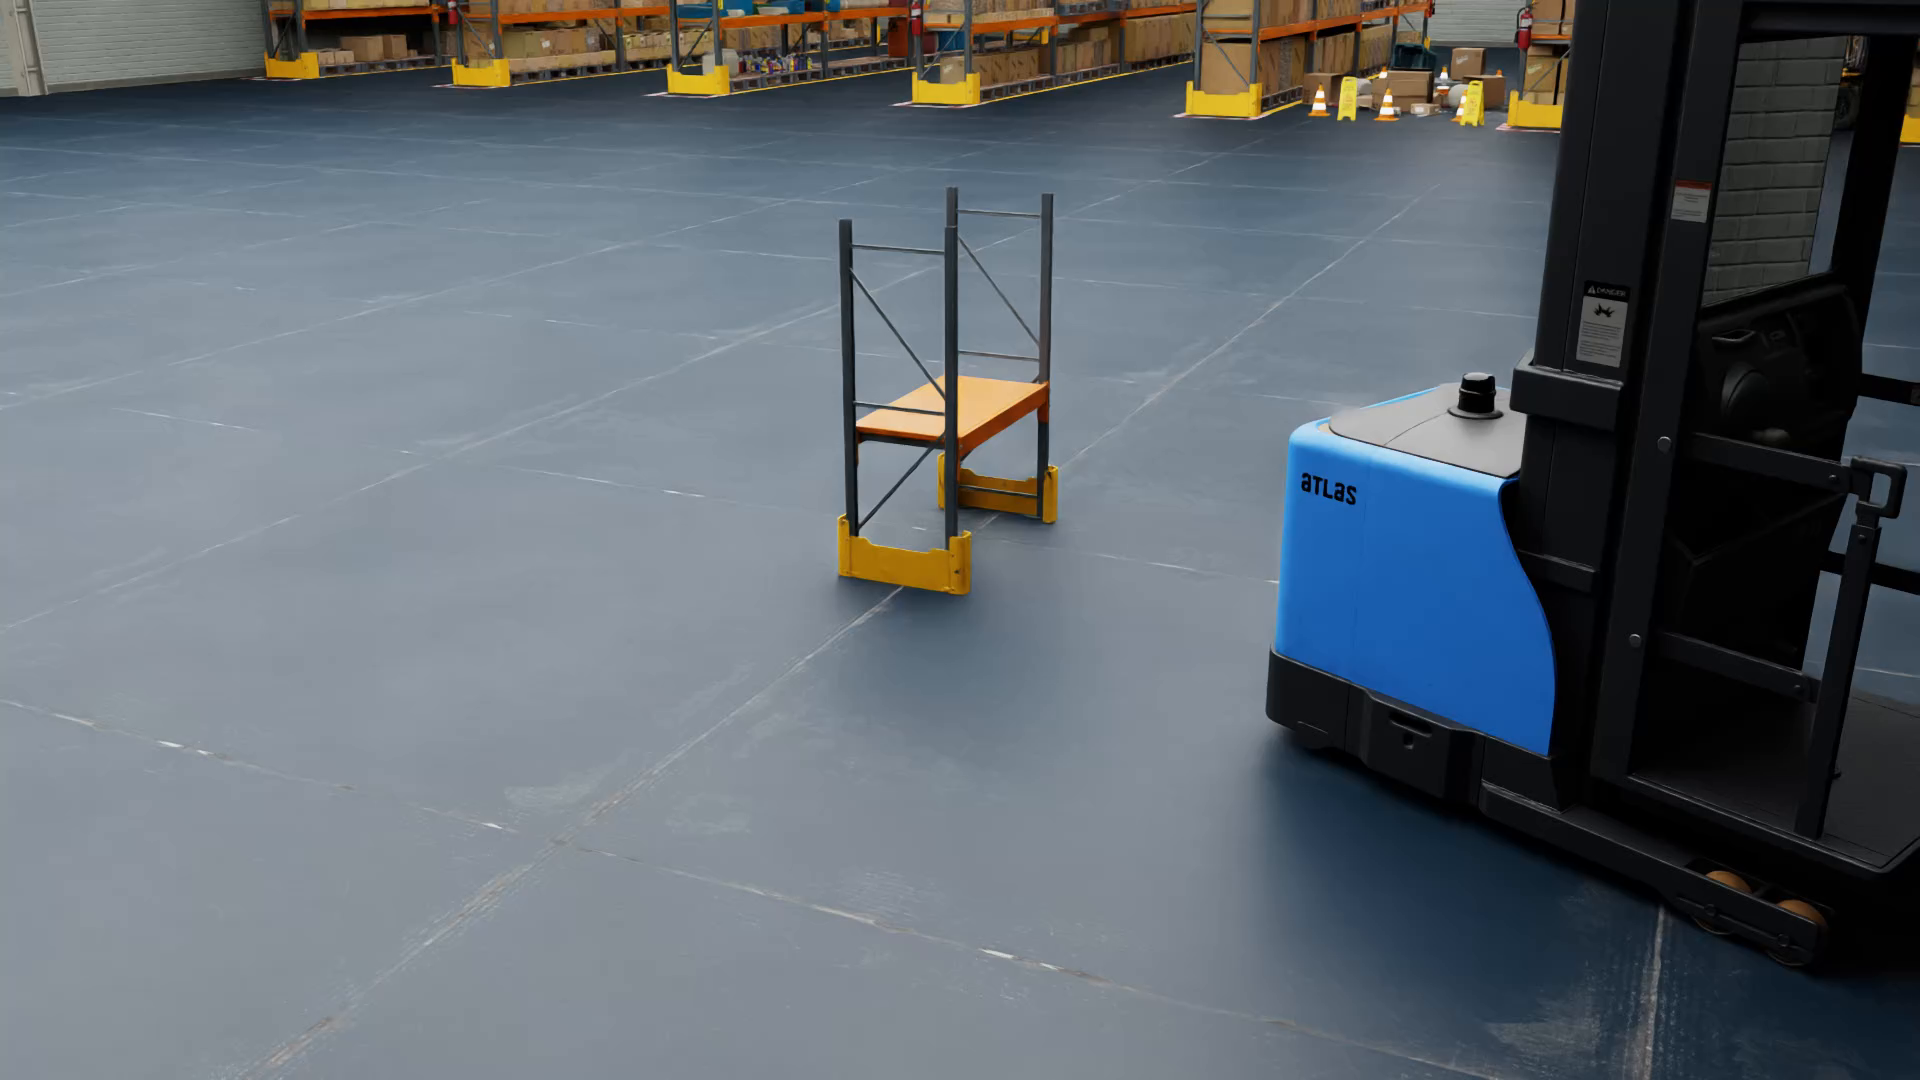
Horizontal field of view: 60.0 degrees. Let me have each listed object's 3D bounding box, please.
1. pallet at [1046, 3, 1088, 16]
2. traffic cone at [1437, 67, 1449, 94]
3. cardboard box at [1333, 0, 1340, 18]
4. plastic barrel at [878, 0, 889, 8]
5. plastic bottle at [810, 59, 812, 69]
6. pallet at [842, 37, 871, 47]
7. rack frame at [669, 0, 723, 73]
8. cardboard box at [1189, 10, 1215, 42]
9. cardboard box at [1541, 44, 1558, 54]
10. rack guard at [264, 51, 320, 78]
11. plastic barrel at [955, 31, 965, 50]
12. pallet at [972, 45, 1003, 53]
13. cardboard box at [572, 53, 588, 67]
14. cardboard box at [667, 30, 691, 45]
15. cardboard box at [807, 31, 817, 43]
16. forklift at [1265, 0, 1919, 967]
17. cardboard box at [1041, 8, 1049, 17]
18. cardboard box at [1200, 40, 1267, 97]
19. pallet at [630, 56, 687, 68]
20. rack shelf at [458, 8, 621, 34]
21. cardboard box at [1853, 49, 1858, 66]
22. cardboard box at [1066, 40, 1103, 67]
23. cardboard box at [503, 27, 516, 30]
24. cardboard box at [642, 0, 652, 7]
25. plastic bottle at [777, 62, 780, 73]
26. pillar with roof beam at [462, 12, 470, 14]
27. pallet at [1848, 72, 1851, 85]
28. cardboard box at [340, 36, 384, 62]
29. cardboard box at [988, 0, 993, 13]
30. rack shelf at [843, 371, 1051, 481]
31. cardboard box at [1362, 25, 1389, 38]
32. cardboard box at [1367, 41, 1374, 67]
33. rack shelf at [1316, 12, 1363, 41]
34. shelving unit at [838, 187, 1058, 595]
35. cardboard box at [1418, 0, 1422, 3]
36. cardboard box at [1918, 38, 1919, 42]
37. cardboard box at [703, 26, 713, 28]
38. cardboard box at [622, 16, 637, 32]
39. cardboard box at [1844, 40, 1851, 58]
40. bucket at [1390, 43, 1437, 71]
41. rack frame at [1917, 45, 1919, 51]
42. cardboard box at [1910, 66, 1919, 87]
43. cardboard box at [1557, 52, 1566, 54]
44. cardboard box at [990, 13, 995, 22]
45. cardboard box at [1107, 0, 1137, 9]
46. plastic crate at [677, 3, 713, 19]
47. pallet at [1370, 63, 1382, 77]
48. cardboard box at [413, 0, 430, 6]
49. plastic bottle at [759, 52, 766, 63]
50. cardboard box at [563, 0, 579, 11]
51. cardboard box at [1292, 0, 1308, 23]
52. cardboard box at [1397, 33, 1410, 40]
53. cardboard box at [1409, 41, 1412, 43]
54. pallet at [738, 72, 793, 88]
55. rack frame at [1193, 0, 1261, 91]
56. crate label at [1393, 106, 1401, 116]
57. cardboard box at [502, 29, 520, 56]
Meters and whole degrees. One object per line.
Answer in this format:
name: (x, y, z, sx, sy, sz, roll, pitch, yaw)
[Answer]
pallet: (1.810, -10.281, 32.187, 1.003, 0.211, 1.213, 9, 21, 23)
traffic cone: (8.842, -8.399, 30.396, 0.336, 0.463, 0.334, 9, 21, 23)
cardboard box: (6.722, -9.924, 30.748, 0.500, 0.500, 0.500, 8, 21, 22)
plastic barrel: (-1.743, -11.769, 35.917, 0.421, 0.512, 0.421, 0, 20, 0)
plastic bottle: (-3.019, -9.572, 33.428, 0.097, 0.201, 0.097, 0, 20, 0)
pallet: (-3.115, -13.605, 45.410, 1.003, 0.211, 1.213, 9, 21, 23)
rack frame: (-4.792, -9.614, 30.026, 1.000, 3.000, 0.127, 9, 21, 23)
cardboard box: (5.717, -12.538, 40.791, 0.875, 0.875, 0.875, 9, 21, 23)
cardboard box: (9.052, -7.615, 25.793, 0.380, 0.149, 0.250, 9, 21, 24)
rack guard: (-13.799, -9.819, 34.333, 1.175, 0.500, 0.348, 9, 21, 23)
plastic barrel: (-0.117, -12.328, 40.161, 0.600, 0.901, 0.708, 9, 21, 23)
pallet: (0.387, -12.199, 41.455, 1.003, 0.211, 1.213, 9, 21, 23)
cardboard box: (-8.067, -9.942, 34.425, 0.500, 0.250, 0.500, 9, 21, 23)
cardboard box: (-6.440, -11.400, 37.686, 0.500, 0.311, 0.500, 8, 21, 22)
cardboard box: (-4.027, -13.002, 42.910, 0.500, 0.311, 0.500, 9, 21, 23)
forklift: (2.374, -0.461, 4.390, 1.130, 2.935, 3.031, -16, 25, -38)
cardboard box: (1.433, -9.858, 31.086, 0.380, 0.149, 0.250, 9, 21, 23)
cardboard box: (4.427, -7.636, 27.009, 0.875, 0.875, 0.875, 9, 21, 23)
pallet: (-6.907, -10.809, 37.547, 1.003, 0.211, 1.213, 9, 21, 23)
rack shelf: (-8.491, -10.567, 33.780, 1.077, 0.370, 4.000, 9, 21, 23)
cardboard box: (17.172, -8.993, 31.382, 0.500, 0.500, 0.500, 8, 21, 21)
cardboard box: (2.531, -10.031, 34.272, 0.700, 0.500, 0.500, 7, 21, 18)
cardboard box: (-11.119, -12.080, 40.033, 0.700, 0.500, 0.500, 9, 21, 23)
cardboard box: (-7.127, -11.959, 36.469, 0.500, 0.500, 0.500, 10, 22, 27)
plastic bottle: (-3.544, -9.180, 32.325, 0.097, 0.201, 0.097, 0, 20, 0)
pillar with roof beam: (-7.949, -15.376, 37.275, 9.100, 9.000, 0.400, 9, 21, 23)
pallet: (17.913, -8.996, 32.448, 1.003, 0.211, 1.213, 9, 21, 23)
cardboard box: (-12.886, -10.594, 35.855, 0.700, 0.500, 0.500, 7, 21, 19)
cardboard box: (0.072, -9.456, 28.987, 0.875, 0.500, 0.500, 9, 21, 23)
rack shelf: (-0.035, -0.511, 7.204, 0.538, 0.185, 1.000, 9, 21, 23)
cardboard box: (8.827, -10.847, 35.478, 0.500, 0.250, 0.500, 10, 22, 25)
cardboard box: (8.211, -10.024, 34.283, 0.500, 0.500, 0.500, 9, 21, 23)
rack shelf: (6.667, -9.718, 31.393, 1.077, 0.370, 4.000, 9, 21, 23)
shelving unit: (-0.031, -0.683, 7.152, 0.587, 1.500, 1.083, 9, 21, 23)
cardboard box: (10.578, -12.627, 38.872, 0.380, 0.149, 0.250, 9, 22, 24)
cardboard box: (13.259, -7.129, 22.887, 0.500, 0.500, 0.500, 8, 21, 21)
cardboard box: (-5.846, -12.459, 39.981, 0.500, 0.250, 0.500, 9, 22, 25)
cardboard box: (-9.064, -13.610, 43.844, 0.750, 0.750, 0.750, 9, 21, 23)
cardboard box: (18.702, -10.059, 34.380, 0.700, 0.500, 0.500, 8, 21, 21)
bucket: (7.896, -8.262, 28.840, 0.726, 0.611, 0.620, 18, 16, 41)
rack frame: (13.297, -6.895, 22.380, 1.000, 3.000, 0.127, 9, 21, 23)
cardboard box: (13.201, -6.452, 23.119, 0.500, 0.250, 0.500, 9, 22, 25)
cardboard box: (9.281, -7.425, 26.227, 0.500, 0.500, 0.500, 8, 21, 21)
cardboard box: (0.380, -9.098, 28.950, 0.380, 0.149, 0.250, 9, 21, 23)
cardboard box: (3.450, -11.539, 35.288, 0.500, 0.500, 0.500, 9, 22, 24)
plastic crate: (-4.860, -9.738, 30.597, 0.499, 0.251, 0.616, 9, 21, 23)
pallet: (8.308, -9.965, 35.175, 1.003, 0.211, 1.213, 9, 21, 23)
cardboard box: (-12.110, -11.949, 36.785, 0.500, 0.250, 0.500, 9, 21, 23)
plastic bottle: (-3.941, -9.549, 33.139, 0.144, 0.351, 0.185, 8, 21, 20)
cardboard box: (-8.267, -11.113, 34.093, 0.700, 0.500, 0.500, 9, 21, 24)
cardboard box: (5.503, -9.231, 28.725, 0.875, 0.550, 0.550, 9, 21, 23)
cardboard box: (10.199, -11.662, 38.523, 0.380, 0.149, 0.250, 8, 21, 21)
cardboard box: (10.185, -11.426, 38.304, 0.380, 0.149, 0.250, 9, 21, 23)
pallet: (-3.966, -8.949, 32.318, 1.003, 0.211, 1.213, 9, 21, 23)
rack frame: (4.210, -8.223, 26.115, 1.000, 3.000, 0.127, 9, 21, 23)
crate label: (6.880, -6.832, 26.474, 0.250, 0.136, 0.298, -2, 20, -5)
cardboard box: (-8.966, -10.063, 33.646, 0.500, 0.500, 0.500, 9, 21, 23)
